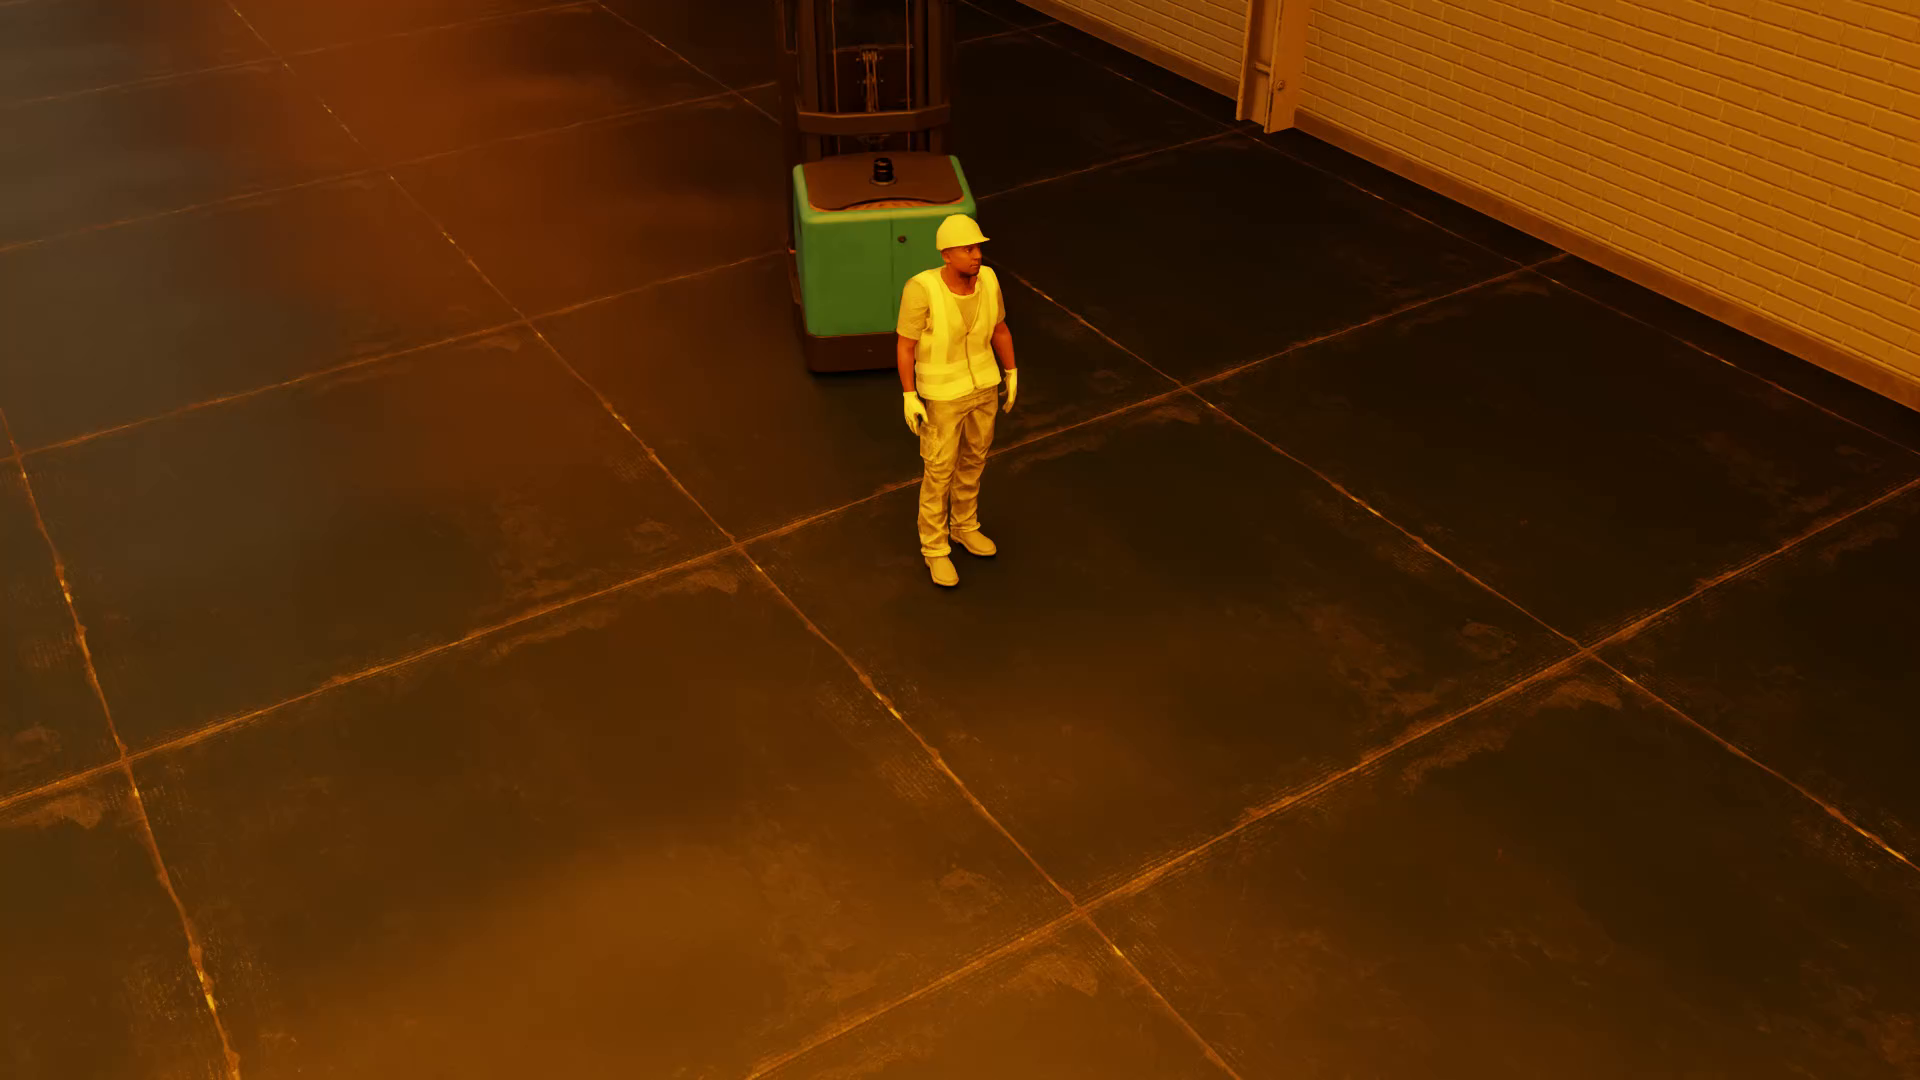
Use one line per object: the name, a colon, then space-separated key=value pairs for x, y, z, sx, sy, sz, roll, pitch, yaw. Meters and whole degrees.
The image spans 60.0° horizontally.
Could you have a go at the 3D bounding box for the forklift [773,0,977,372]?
forklift: x=-0.618 y=-3.046 z=10.482 sx=1.130 sy=2.935 sz=3.031 roll=-5 pitch=35 yaw=-7

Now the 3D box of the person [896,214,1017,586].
person: x=0.033 y=-0.698 z=8.127 sx=0.656 sy=1.784 sz=0.575 roll=-21 pitch=40 yaw=-27
